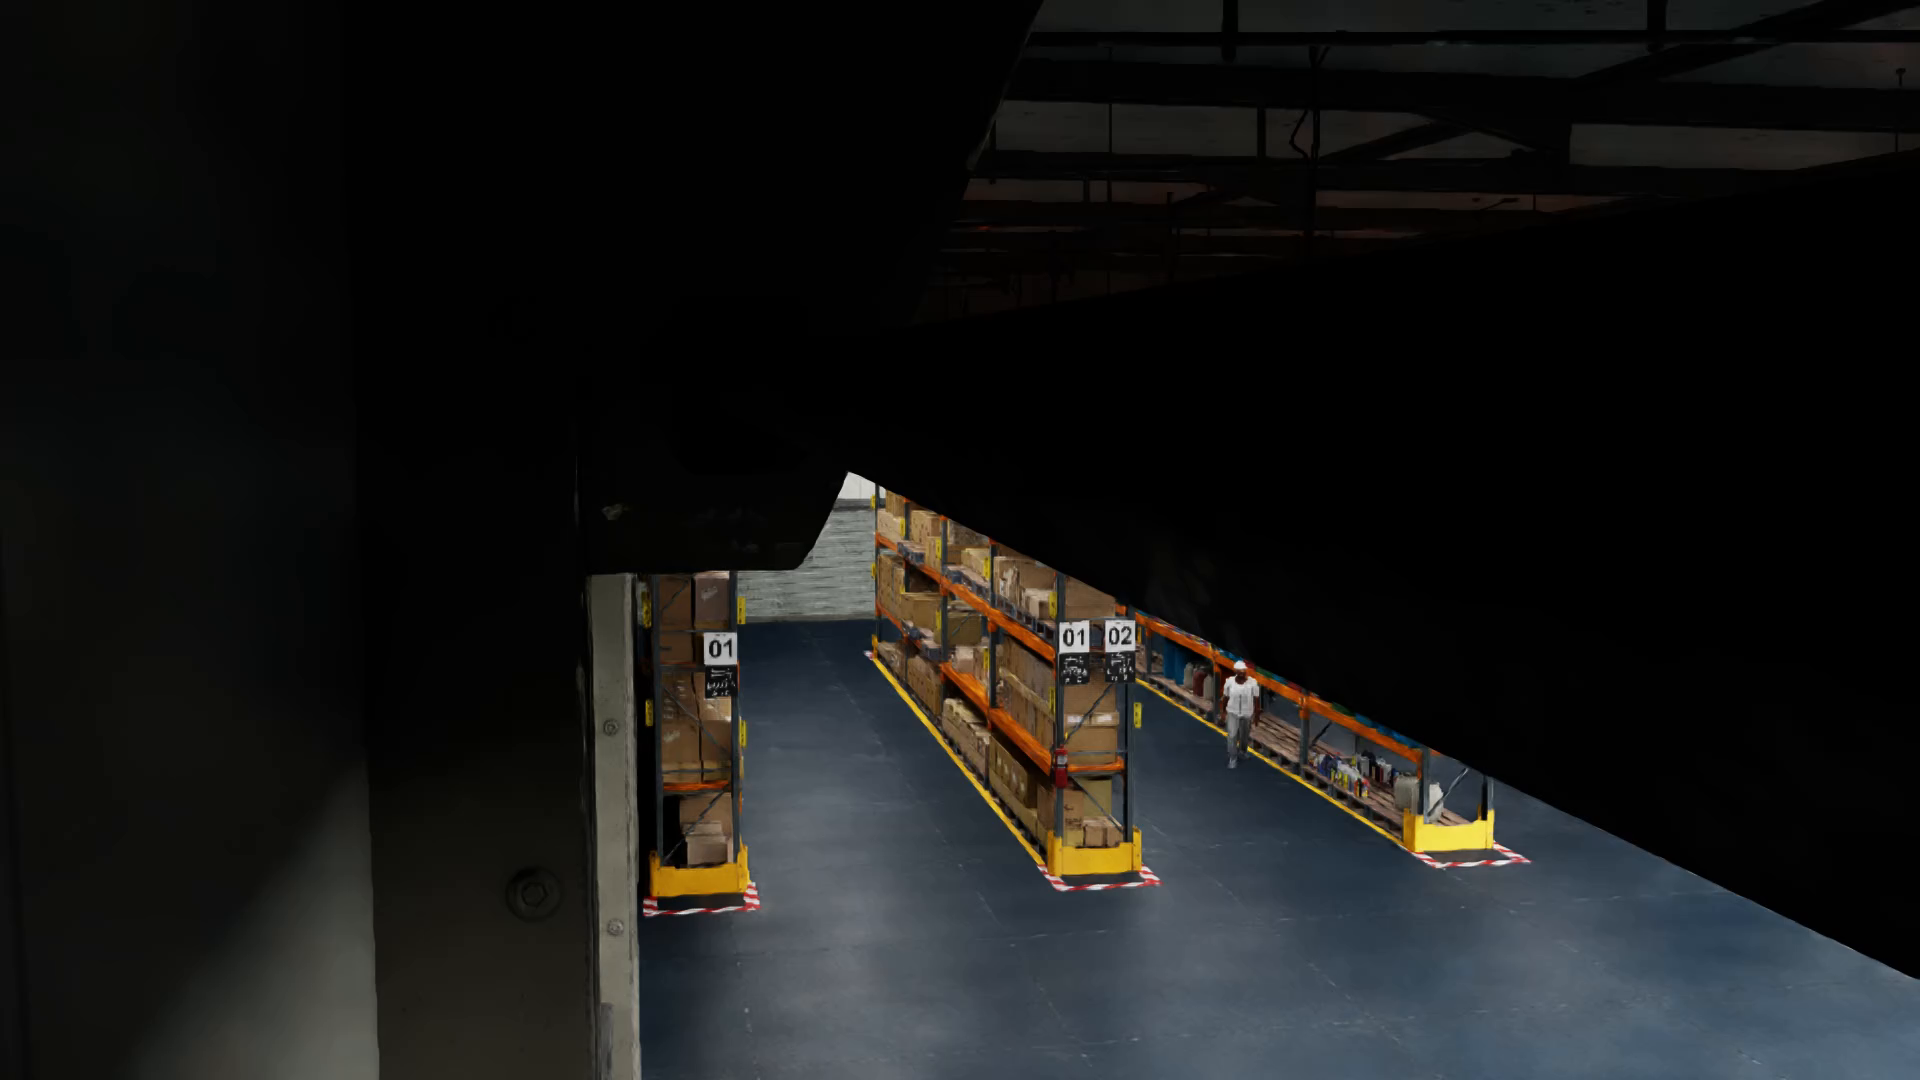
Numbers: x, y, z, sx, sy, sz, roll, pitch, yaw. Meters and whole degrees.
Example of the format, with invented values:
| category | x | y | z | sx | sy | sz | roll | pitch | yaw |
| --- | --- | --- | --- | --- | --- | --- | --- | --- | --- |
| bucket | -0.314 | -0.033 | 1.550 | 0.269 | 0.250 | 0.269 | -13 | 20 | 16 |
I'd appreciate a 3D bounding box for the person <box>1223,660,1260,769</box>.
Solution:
| category | x | y | z | sx | sy | sz | roll | pitch | yaw |
| --- | --- | --- | --- | --- | --- | --- | --- | --- | --- |
| person | 4.487 | 2.755 | 26.527 | 0.574 | 1.729 | 0.939 | 1 | 6 | 6 |
